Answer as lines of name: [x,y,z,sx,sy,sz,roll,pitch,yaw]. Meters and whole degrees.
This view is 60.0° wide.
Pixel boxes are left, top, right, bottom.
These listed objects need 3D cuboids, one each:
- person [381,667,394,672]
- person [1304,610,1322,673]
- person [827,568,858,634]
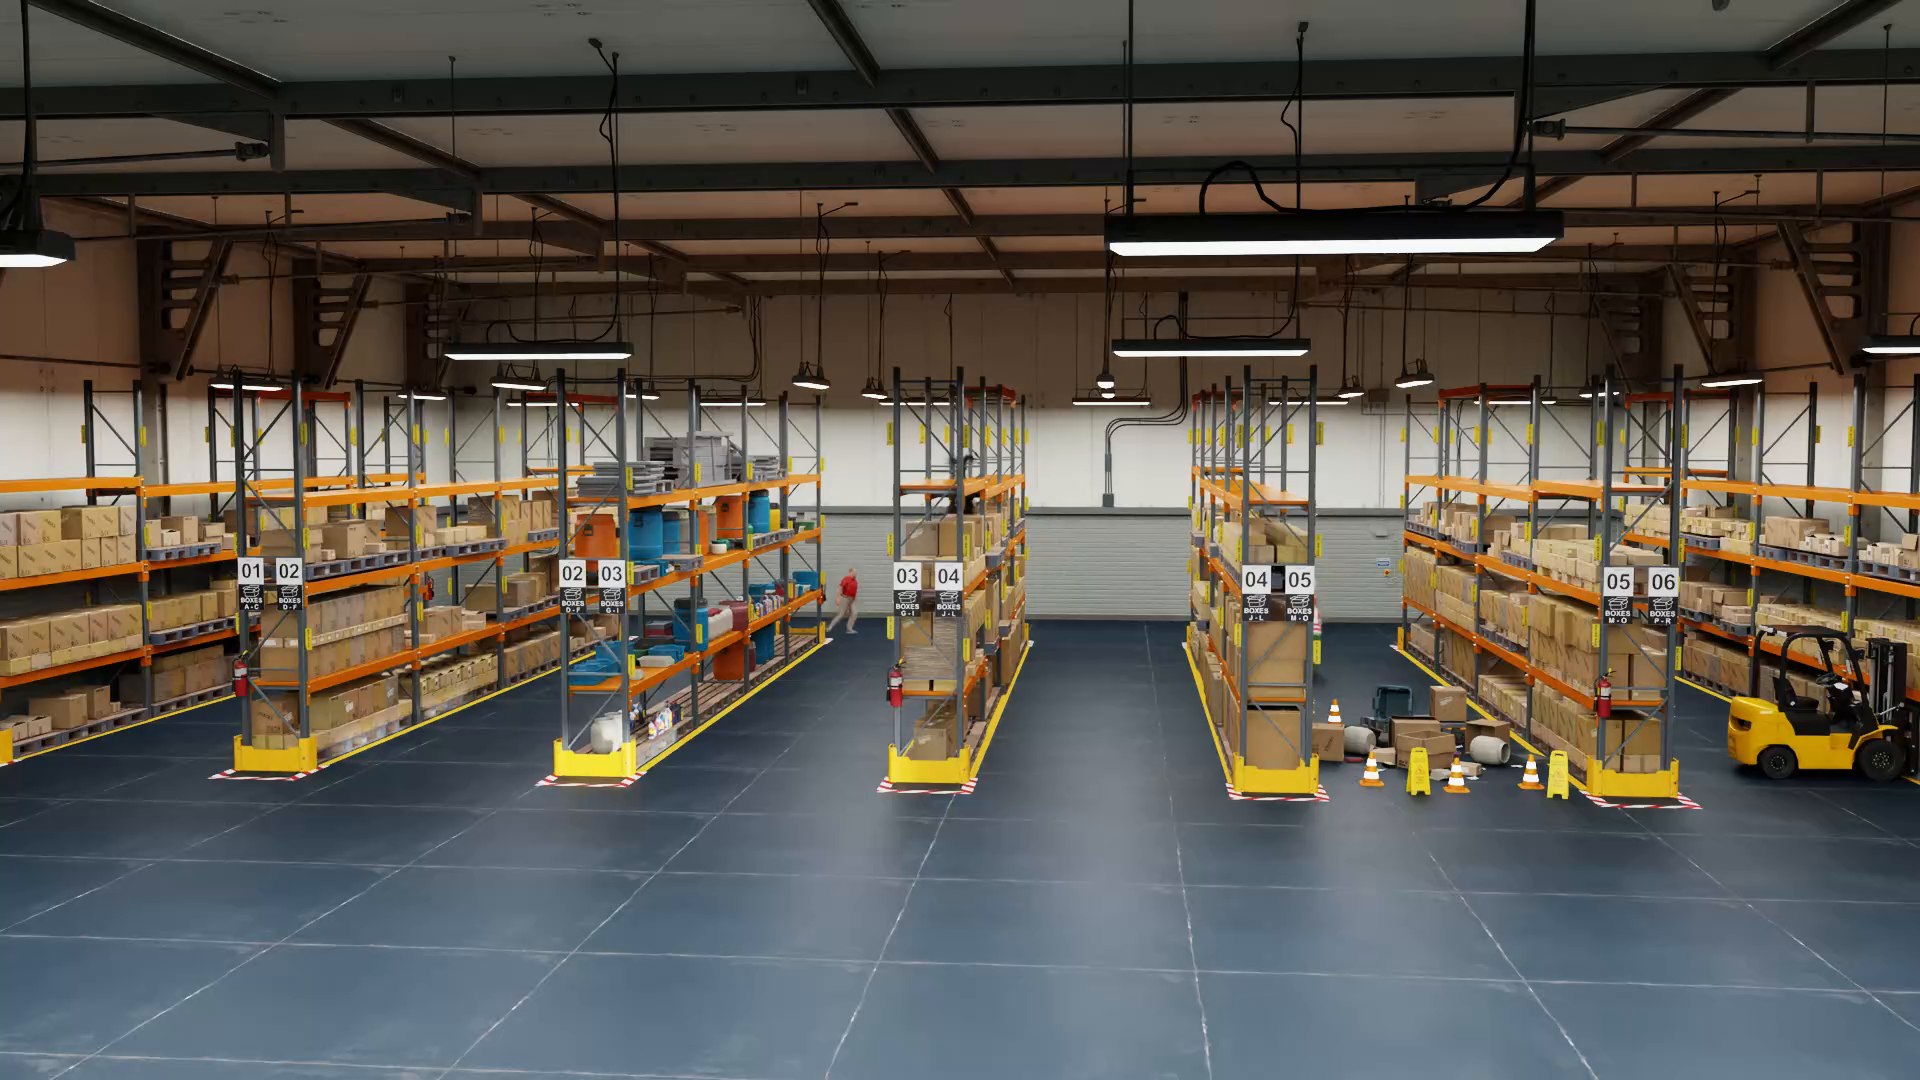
person: [-12.070,2.034,34.844,0.495,1.670,0.789,0,4,-5]
person: [7.440,2.046,35.379,0.662,1.485,0.980,0,4,-8]
person: [-2.928,1.539,42.237,0.731,1.658,0.763,3,5,38]
